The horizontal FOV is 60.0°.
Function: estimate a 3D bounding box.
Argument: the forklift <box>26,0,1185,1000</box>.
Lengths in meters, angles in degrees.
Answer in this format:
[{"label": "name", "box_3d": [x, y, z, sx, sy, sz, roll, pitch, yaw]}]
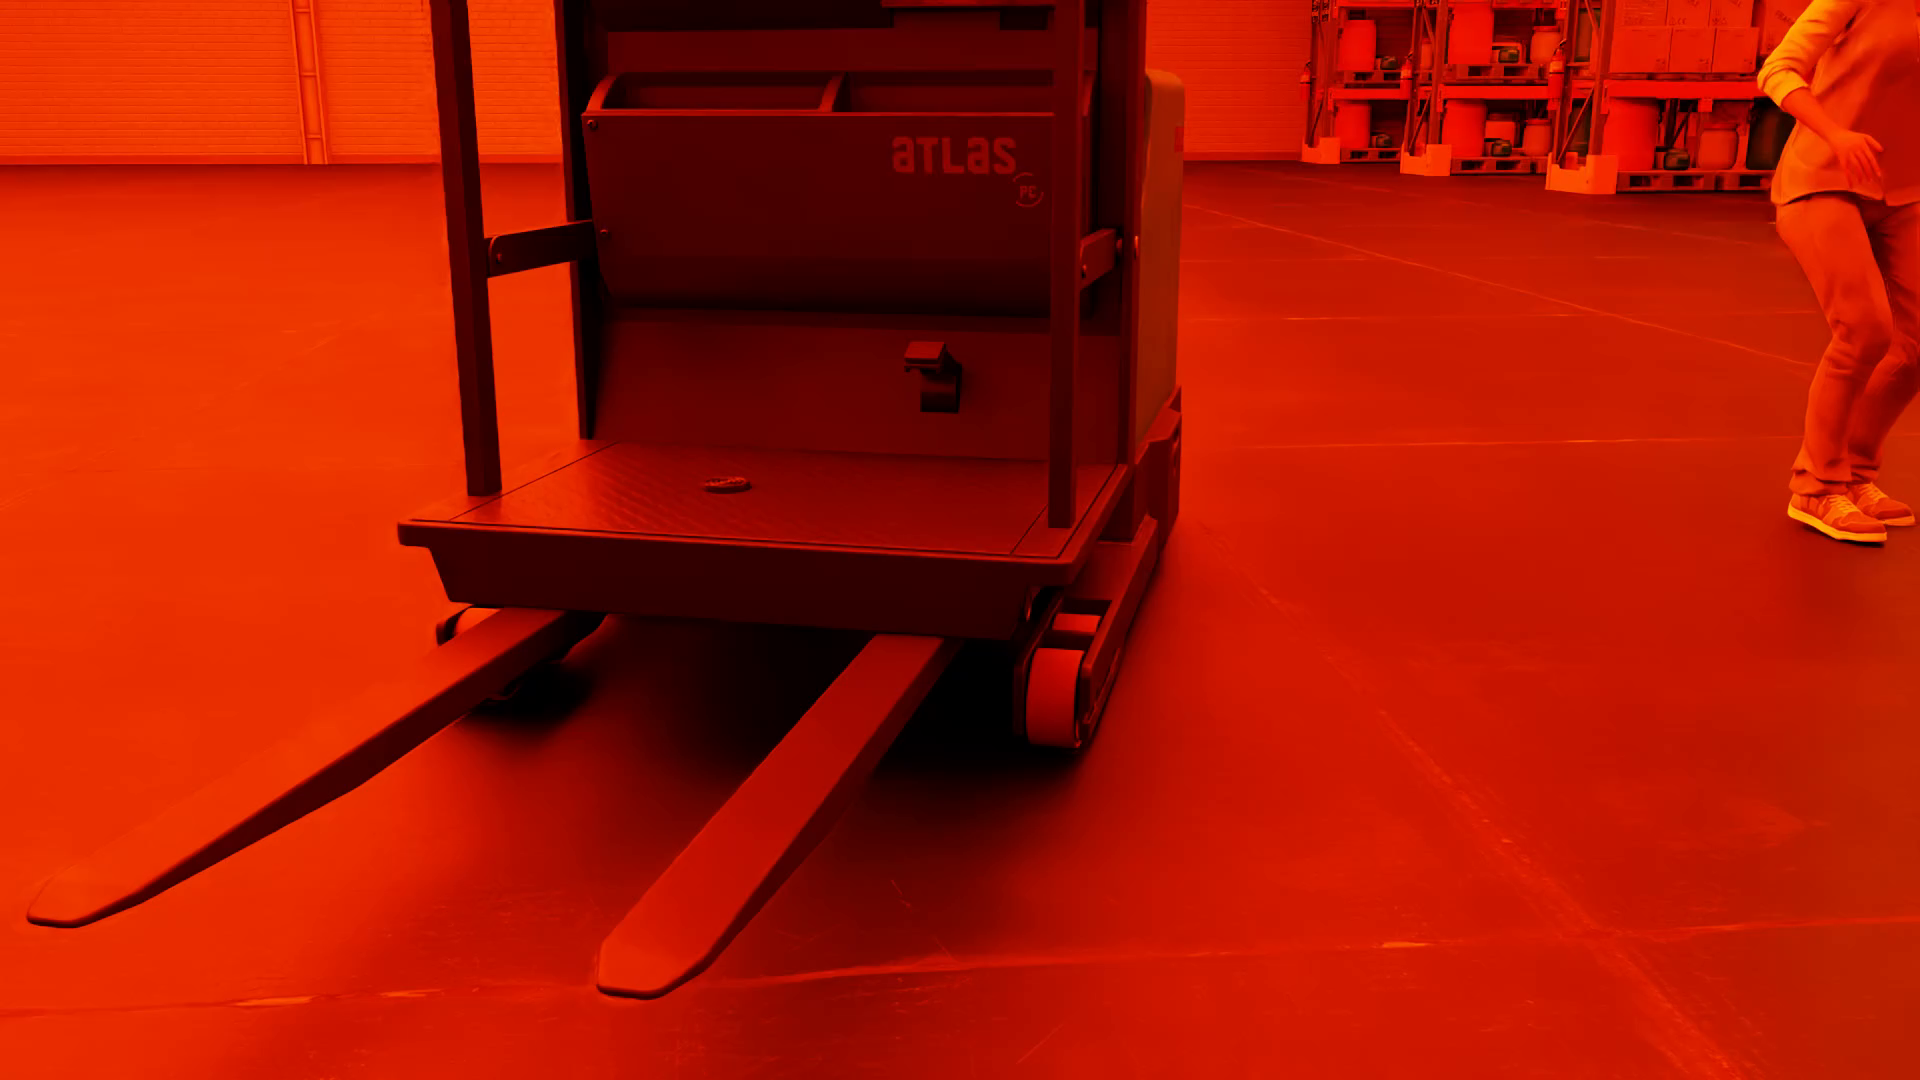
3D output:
[{"label": "forklift", "box_3d": [-0.265, -1.186, 2.681, 1.130, 2.935, 3.031, 3, 15, 12]}]

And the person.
[{"label": "person", "box_3d": [2.188, -0.771, 3.895, 0.656, 1.548, 0.484, -3, 15, -10]}]
